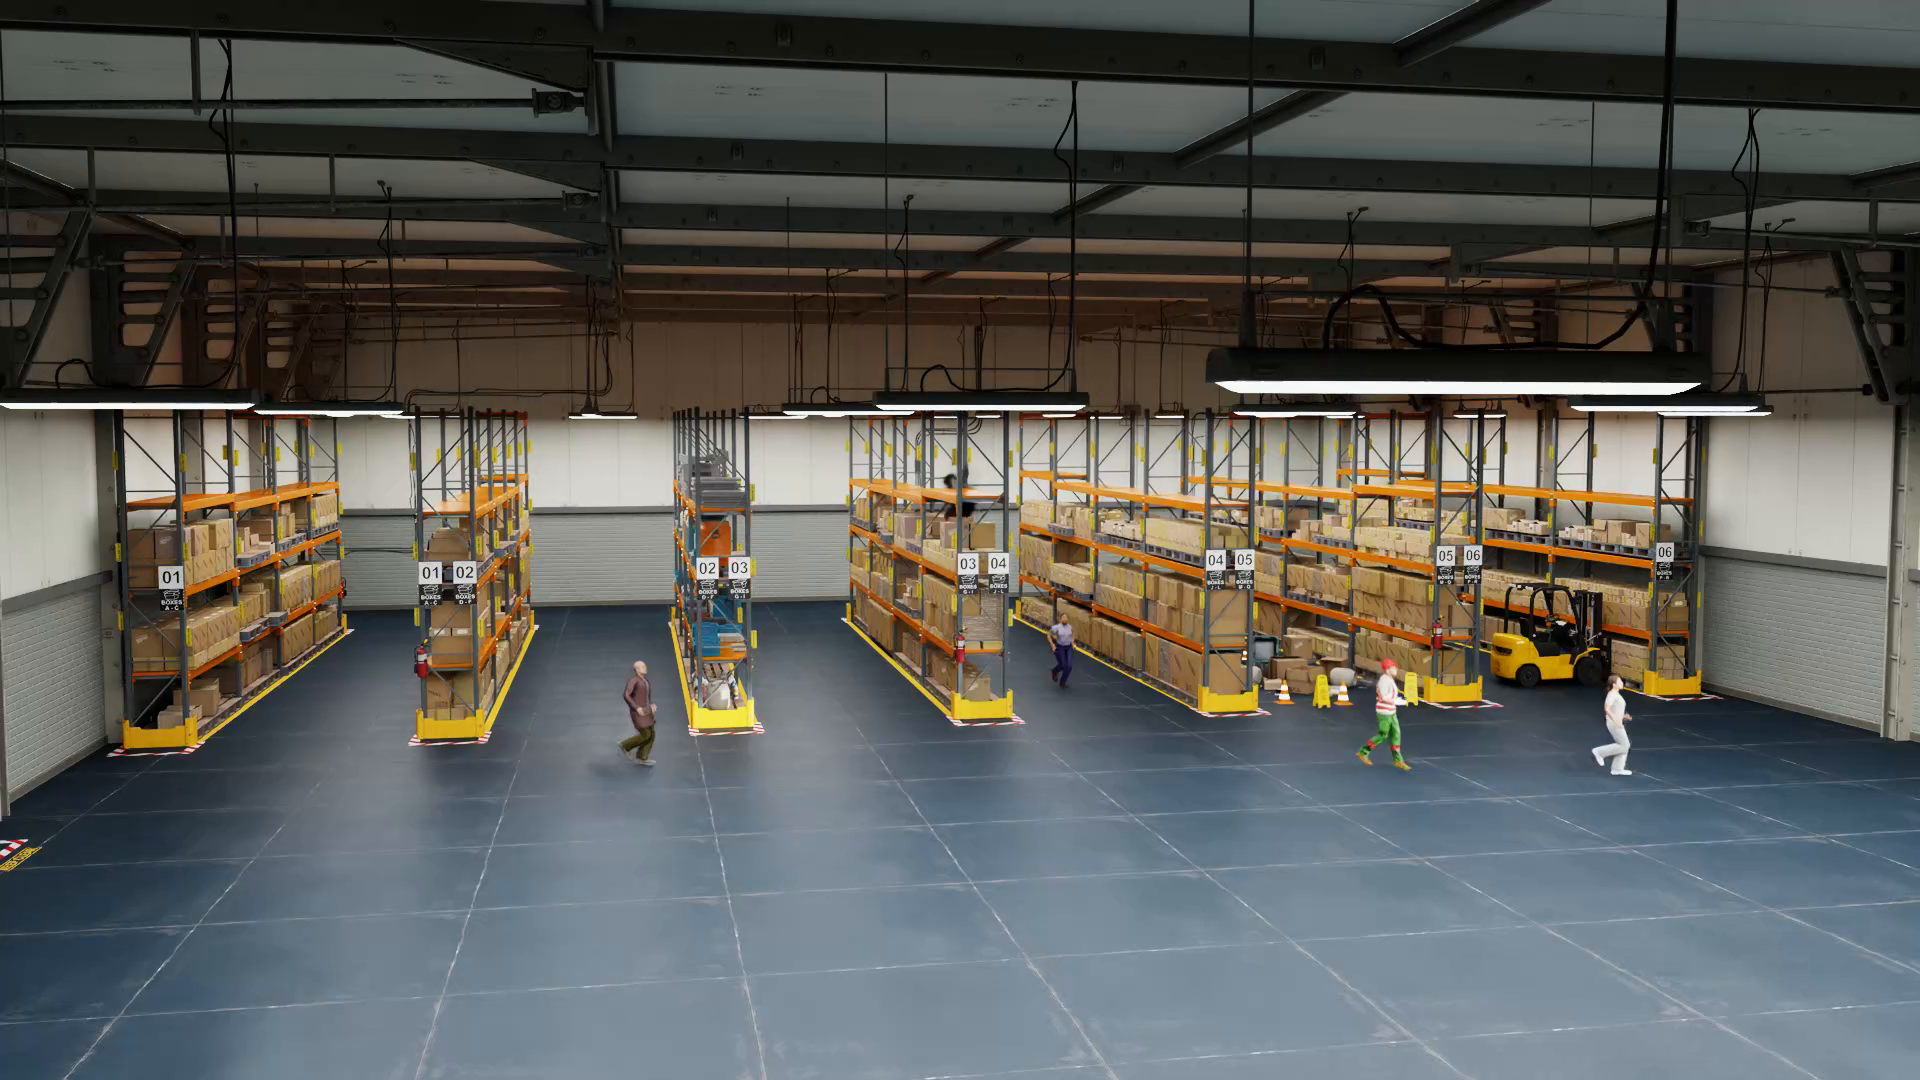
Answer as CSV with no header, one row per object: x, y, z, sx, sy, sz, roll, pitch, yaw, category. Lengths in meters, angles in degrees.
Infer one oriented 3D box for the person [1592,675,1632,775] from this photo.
10.588,2.997,26.970,0.598,1.626,0.580,2,4,23,person

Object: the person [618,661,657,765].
-5.384,2.885,27.755,0.630,1.744,0.703,1,4,14,person

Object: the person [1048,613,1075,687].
2.234,2.380,35.874,0.611,1.604,0.547,-2,4,-24,person

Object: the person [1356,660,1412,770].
7.015,2.869,27.435,0.883,1.807,0.682,2,4,24,person
